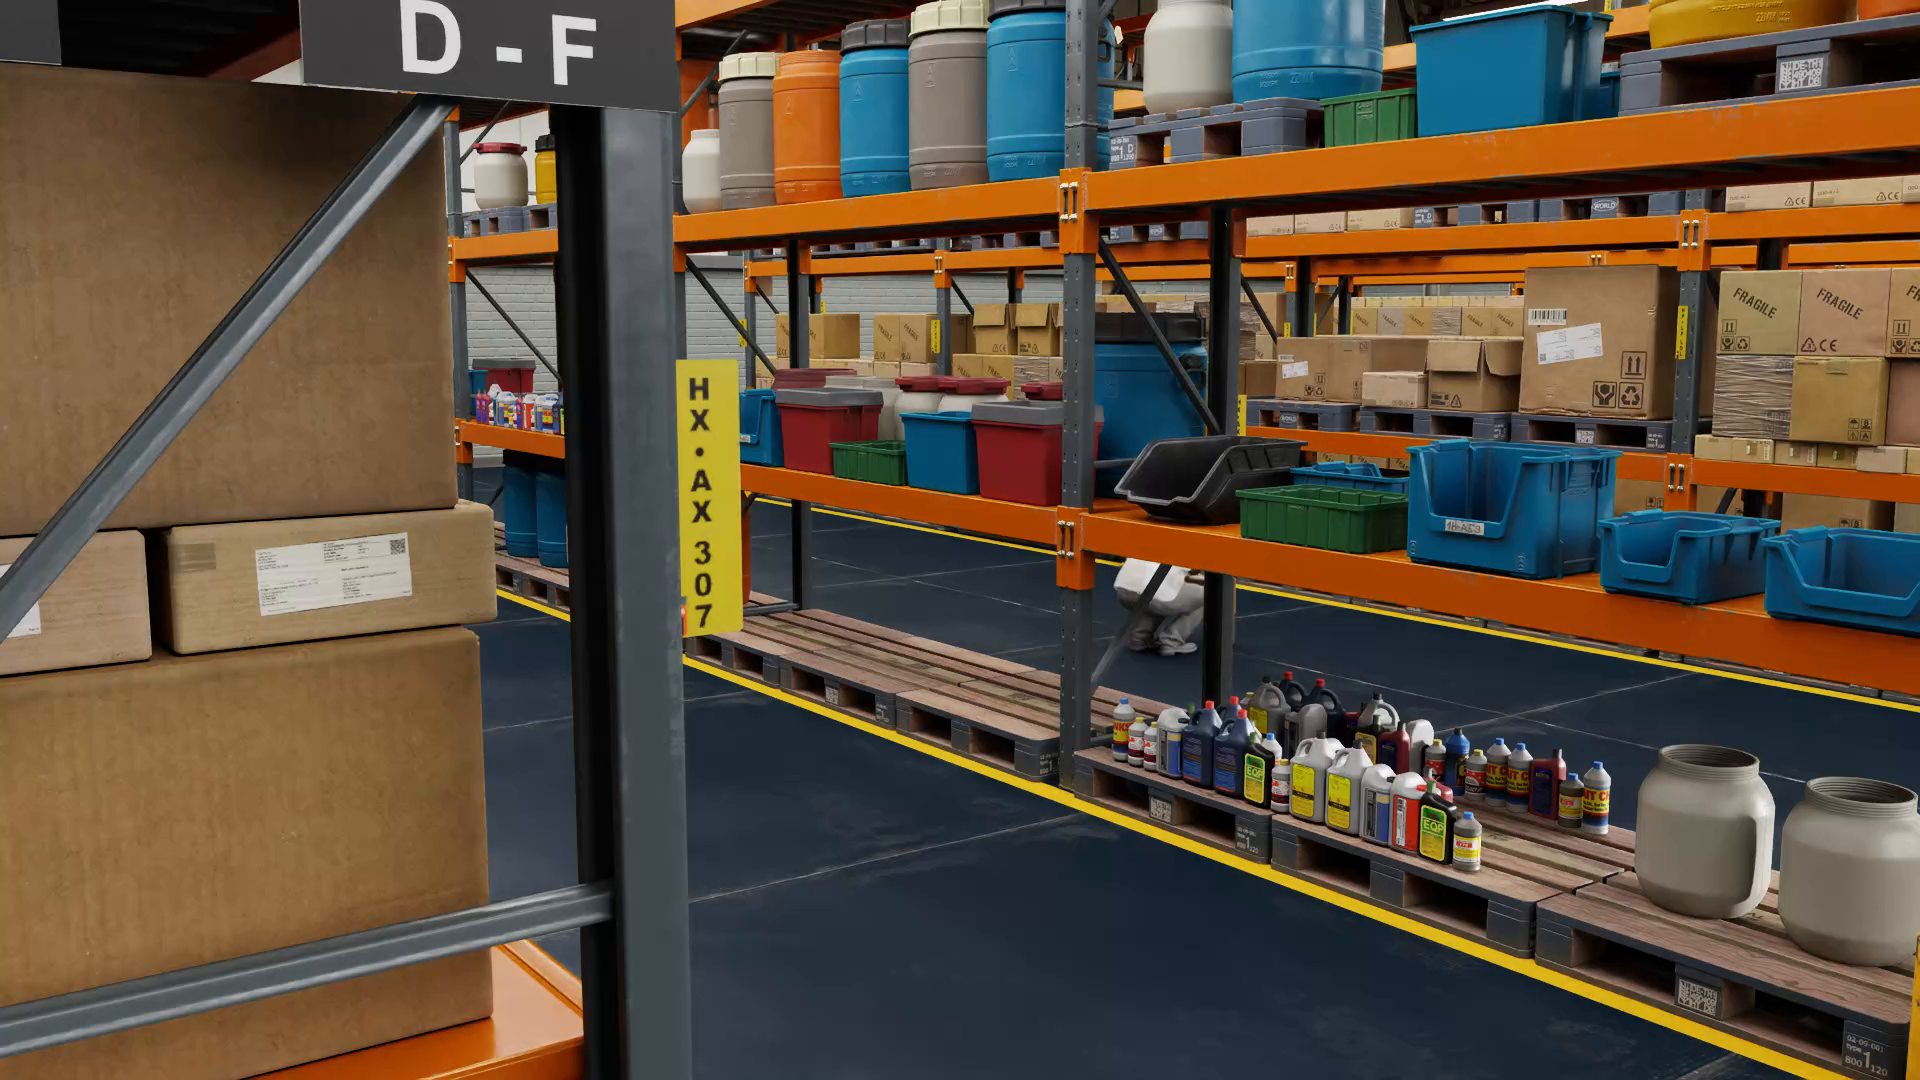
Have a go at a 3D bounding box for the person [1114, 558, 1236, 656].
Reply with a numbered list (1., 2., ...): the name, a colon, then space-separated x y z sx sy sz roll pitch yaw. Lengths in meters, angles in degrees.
1. person: 1.400 0.222 10.929 0.851 1.020 0.518 -6 10 -37
